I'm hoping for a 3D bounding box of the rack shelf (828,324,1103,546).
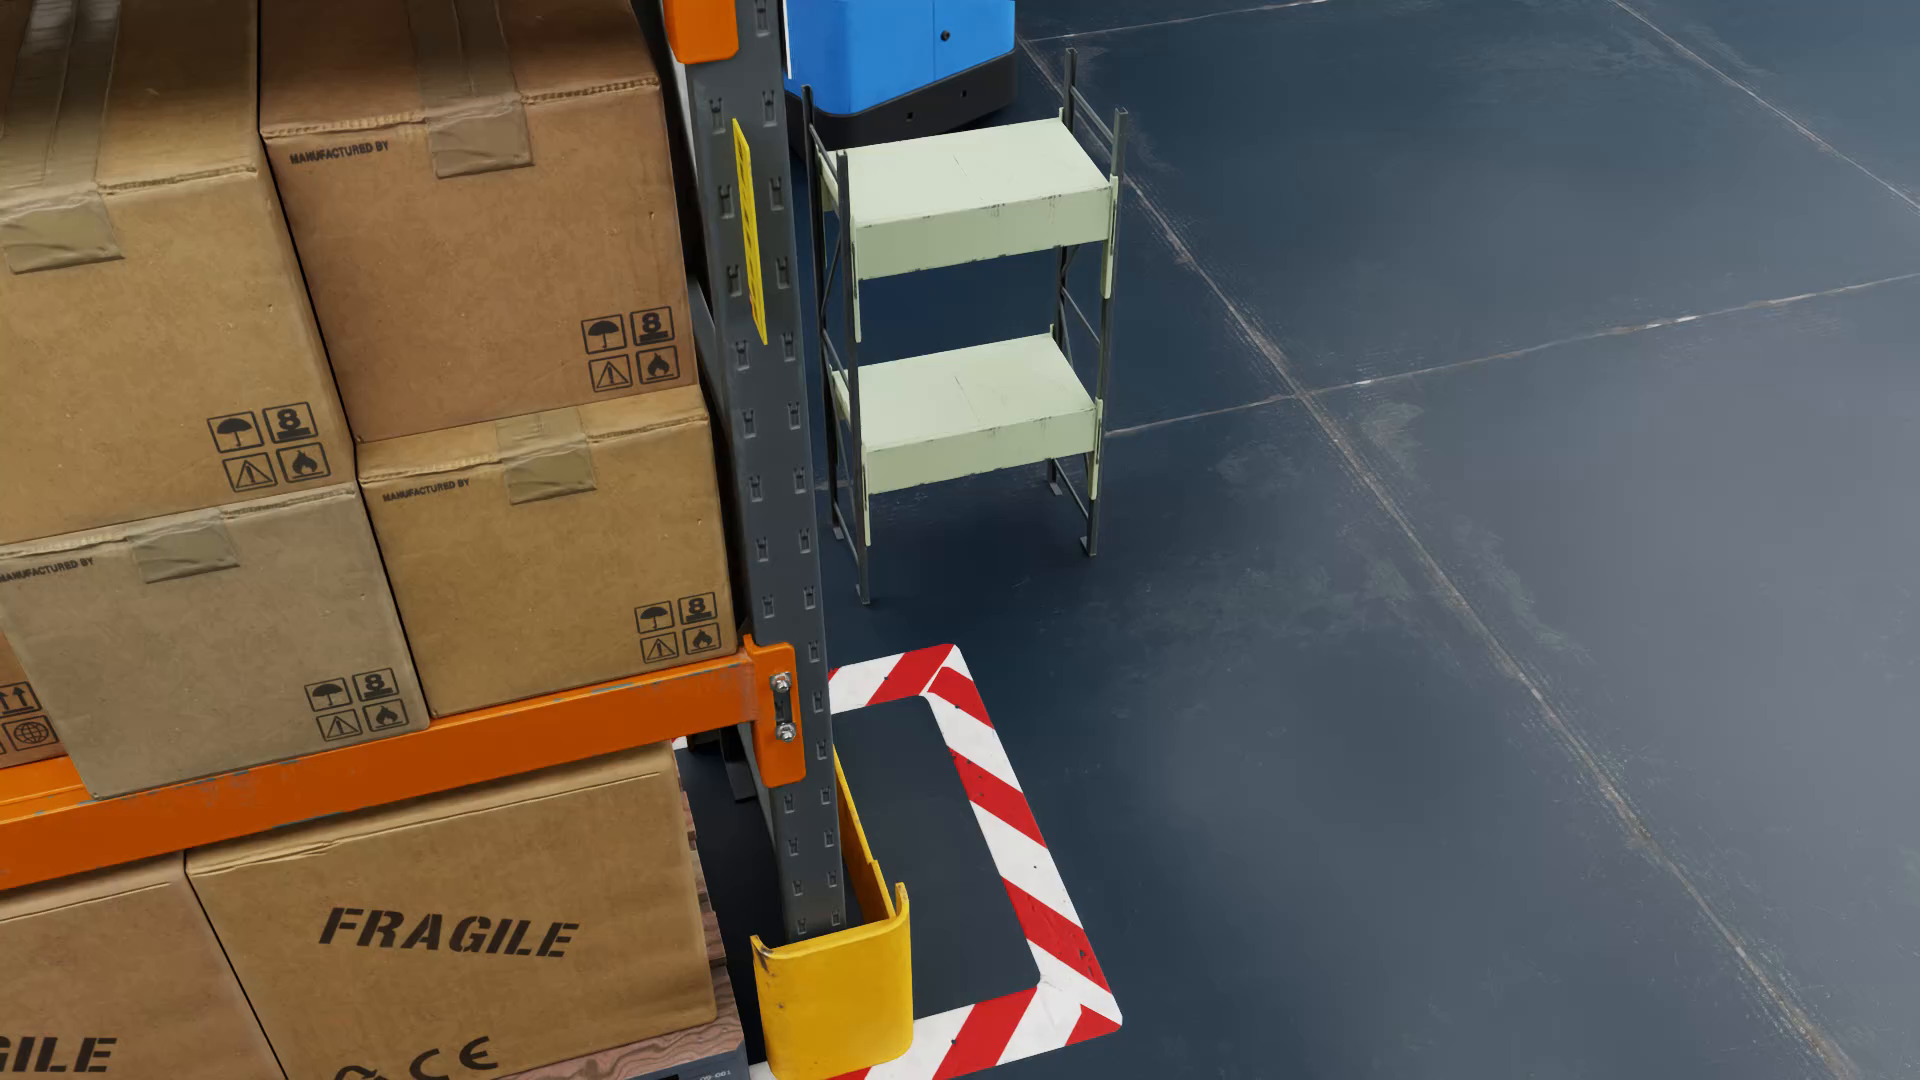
[{"bbox_3d":[0.006,-0.321,4.973,0.720,0.370,0.431,-12,42,-13],"label":"rack shelf"}]

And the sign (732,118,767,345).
[{"bbox_3d":[-0.305,-0.444,2.419,0.005,0.325,0.100,-12,42,-13],"label":"sign"}]

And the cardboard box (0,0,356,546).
[{"bbox_3d":[-1.318,-0.510,2.619,0.550,0.550,0.875,-12,42,-13],"label":"cardboard box"}]

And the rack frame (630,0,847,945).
[{"bbox_3d":[-0.455,-0.262,3.270,0.127,3.000,1.000,-12,42,-13],"label":"rack frame"}]

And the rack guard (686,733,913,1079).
[{"bbox_3d":[-0.432,0.674,4.098,0.348,0.500,1.175,-12,42,-13],"label":"rack guard"}]

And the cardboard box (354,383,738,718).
[{"bbox_3d":[-0.796,-0.217,3.104,0.550,0.550,0.875,-12,42,-13],"label":"cardboard box"}]

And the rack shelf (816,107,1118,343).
[{"bbox_3d":[0.006,-0.860,4.501,0.720,0.370,0.431,-12,42,-13],"label":"rack shelf"}]

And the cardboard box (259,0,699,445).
[{"bbox_3d":[-0.821,-0.676,2.810,0.550,0.550,0.875,-12,42,-13],"label":"cardboard box"}]

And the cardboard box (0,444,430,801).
[{"bbox_3d":[-1.314,-0.095,2.964,0.550,0.550,0.875,-12,42,-13],"label":"cardboard box"}]

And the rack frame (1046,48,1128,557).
[{"bbox_3d":[0.355,-0.638,4.841,0.023,1.500,0.400,-12,42,-13],"label":"rack frame"}]

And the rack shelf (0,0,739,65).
[{"bbox_3d":[-2.363,-0.726,2.068,4.000,0.370,1.077,-12,42,-13],"label":"rack shelf"}]

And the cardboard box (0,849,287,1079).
[{"bbox_3d":[-1.921,0.730,3.430,0.875,0.875,0.875,-12,43,-14],"label":"cardboard box"}]

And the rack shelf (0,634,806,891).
[{"bbox_3d":[-2.363,0.404,3.055,4.000,0.370,1.077,-12,42,-13],"label":"rack shelf"}]

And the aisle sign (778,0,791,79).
[{"bbox_3d":[-0.297,-1.067,2.216,0.004,0.787,0.394,-12,42,-13],"label":"aisle sign"}]

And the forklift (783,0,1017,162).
[{"bbox_3d":[-1.102,-3.532,7.065,1.130,2.935,3.031,-30,49,-30],"label":"forklift"}]

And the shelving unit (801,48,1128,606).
[{"bbox_3d":[0.006,-0.566,4.758,0.755,1.500,0.431,-12,42,-13],"label":"shelving unit"}]

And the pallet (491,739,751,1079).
[{"bbox_3d":[-1.194,0.995,3.951,1.213,0.211,1.003,-12,42,-13],"label":"pallet"}]

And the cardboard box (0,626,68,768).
[{"bbox_3d":[-1.885,-0.063,2.928,0.550,0.550,0.875,-12,42,-13],"label":"cardboard box"}]

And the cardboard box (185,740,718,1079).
[{"bbox_3d":[-1.082,0.555,3.630,0.875,0.875,0.875,-11,42,-13],"label":"cardboard box"}]

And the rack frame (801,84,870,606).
[{"bbox_3d":[-0.343,-0.494,4.675,0.023,1.500,0.400,-12,42,-13],"label":"rack frame"}]
